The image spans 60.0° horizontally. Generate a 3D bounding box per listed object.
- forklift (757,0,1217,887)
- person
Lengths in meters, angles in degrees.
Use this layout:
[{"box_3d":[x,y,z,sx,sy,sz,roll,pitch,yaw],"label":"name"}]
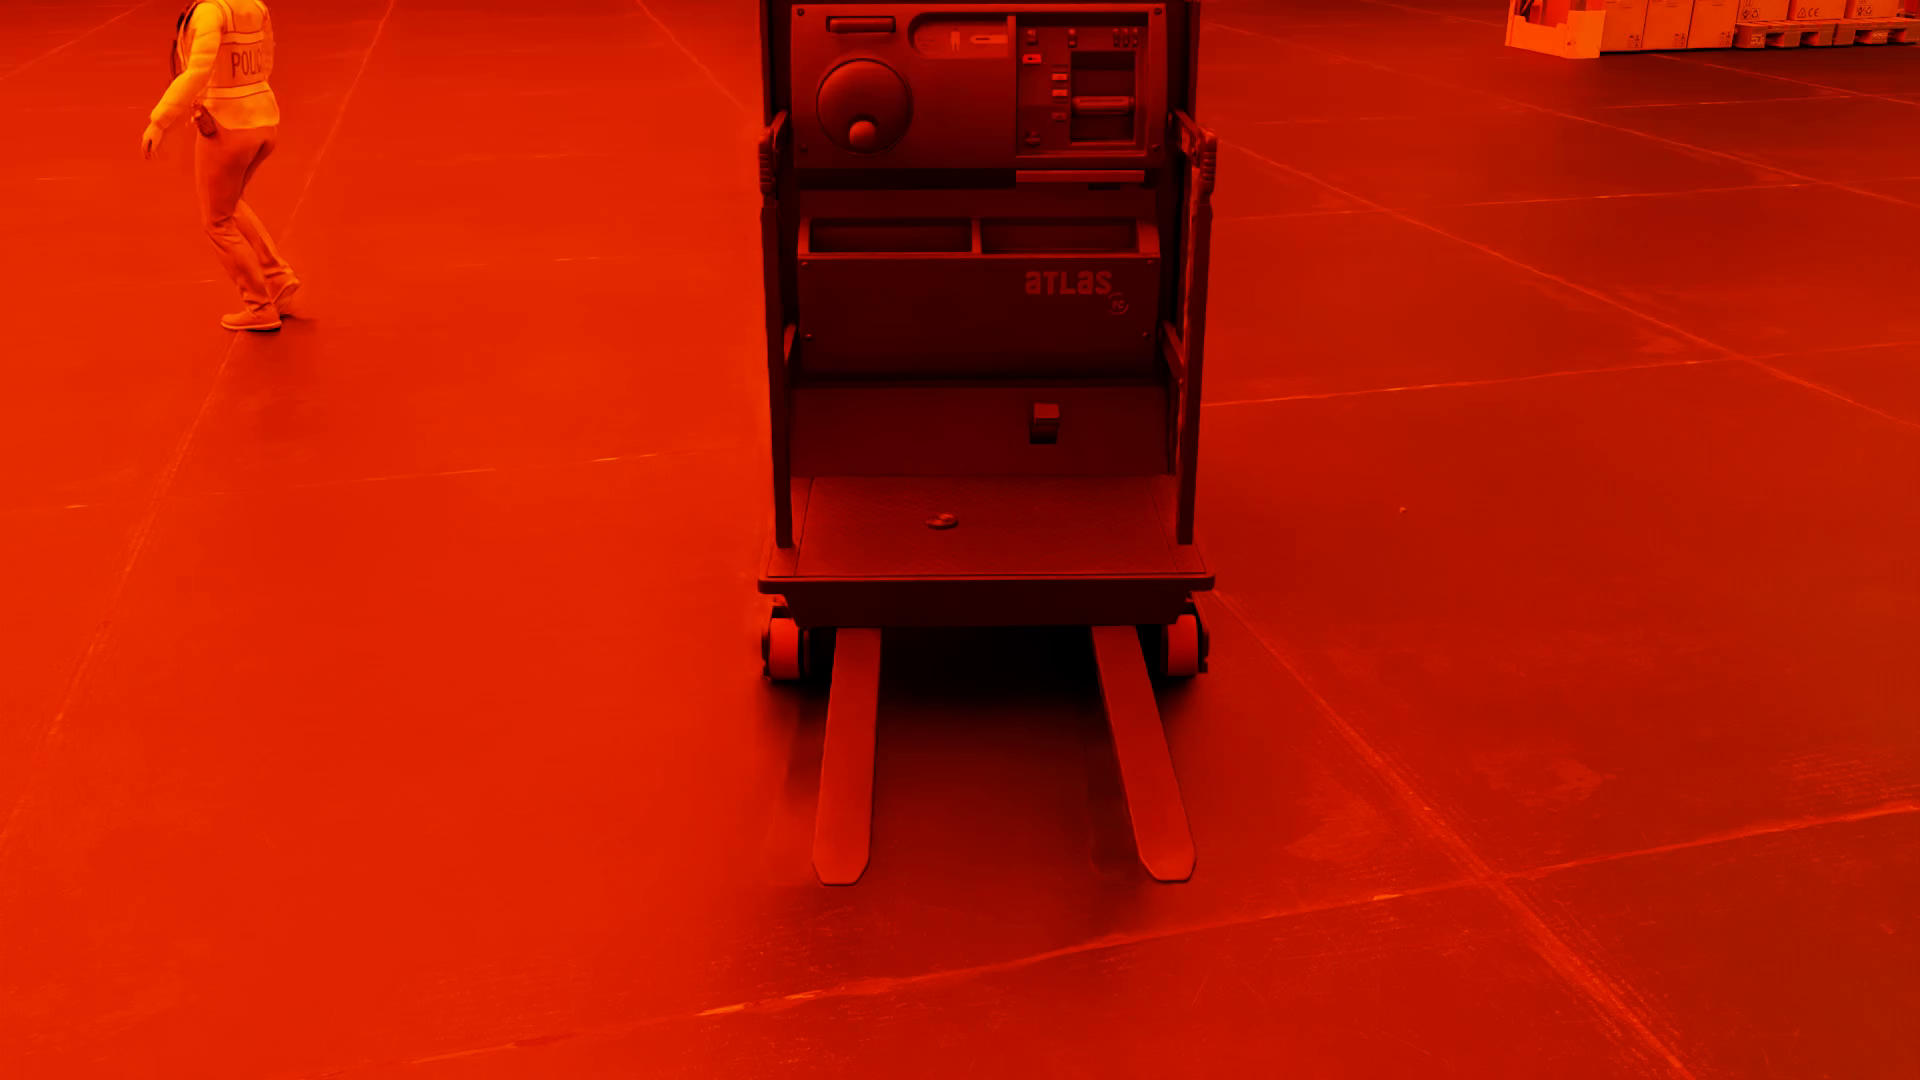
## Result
[{"box_3d":[0.054,-1.114,3.928,1.130,2.935,3.031,0,23,-1],"label":"forklift"},{"box_3d":[-3.073,-1.661,6.892,0.439,1.659,0.751,5,23,11],"label":"person"}]
